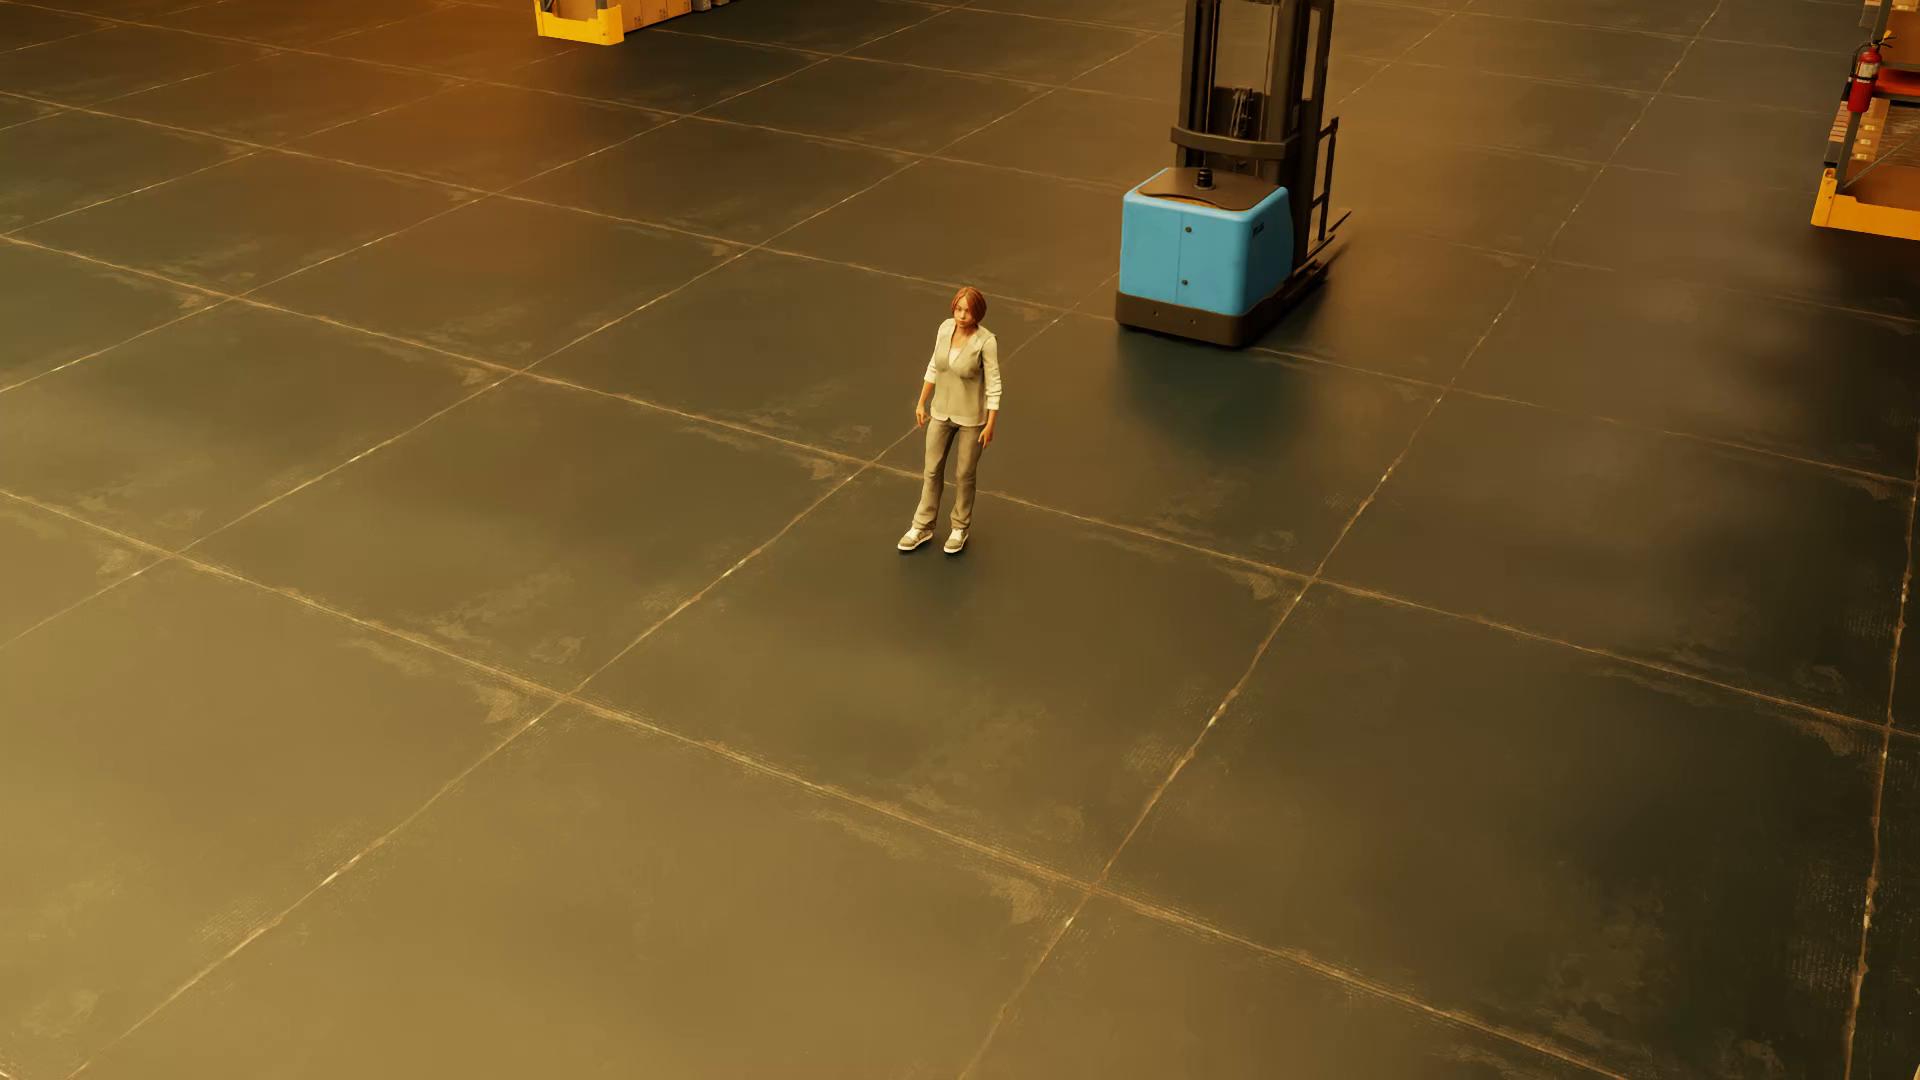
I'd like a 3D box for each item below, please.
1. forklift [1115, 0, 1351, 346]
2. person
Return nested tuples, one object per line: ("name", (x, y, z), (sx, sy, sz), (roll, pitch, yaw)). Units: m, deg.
("forklift", (2.376, -3.411, 12.981), (1.130, 2.935, 3.031), (16, 34, 26))
("person", (-0.048, -0.669, 9.550), (0.520, 1.597, 0.475), (15, 33, 25))
